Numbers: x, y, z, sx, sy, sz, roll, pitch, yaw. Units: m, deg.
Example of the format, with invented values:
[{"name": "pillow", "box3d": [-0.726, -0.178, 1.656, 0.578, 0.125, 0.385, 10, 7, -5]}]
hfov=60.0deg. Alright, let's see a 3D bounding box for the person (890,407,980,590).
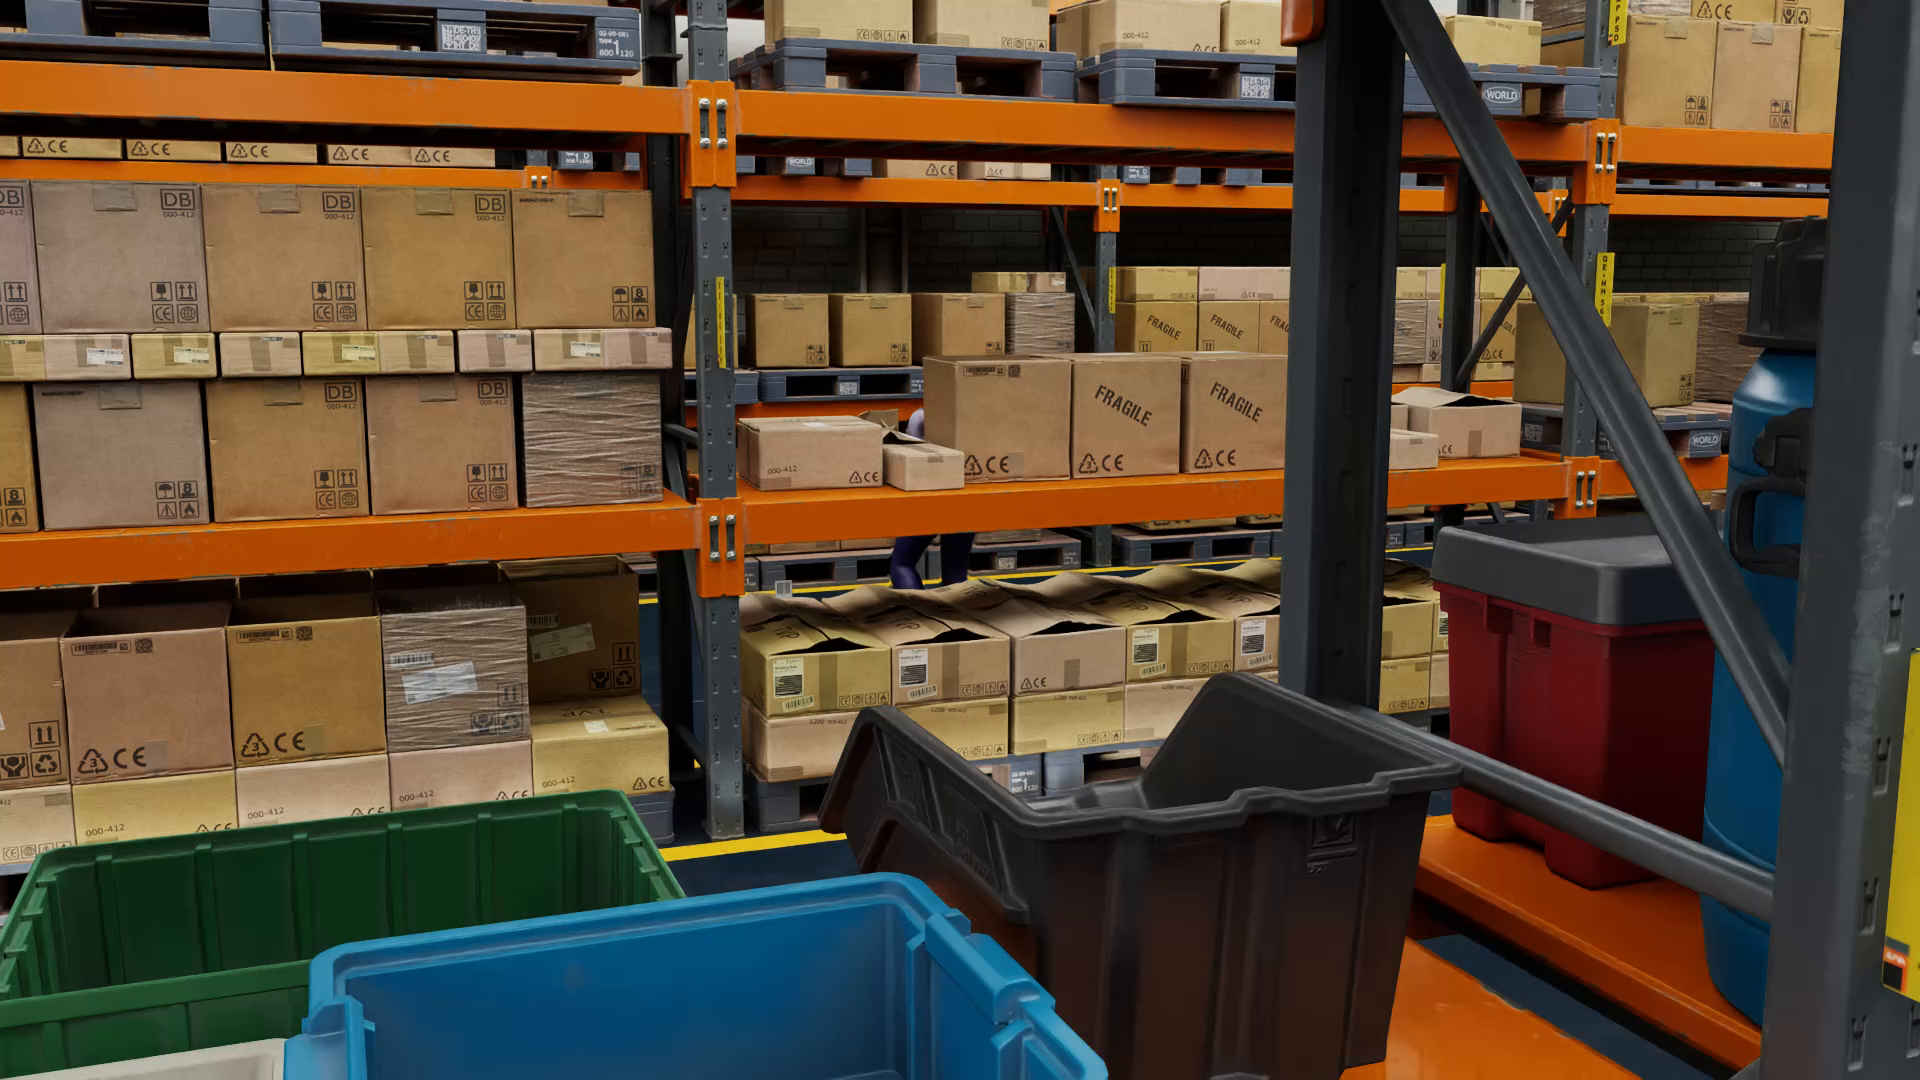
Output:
[{"name": "person", "box3d": [-0.120, -0.151, 9.332, 0.569, 1.650, 0.472, -3, 10, -19]}]
